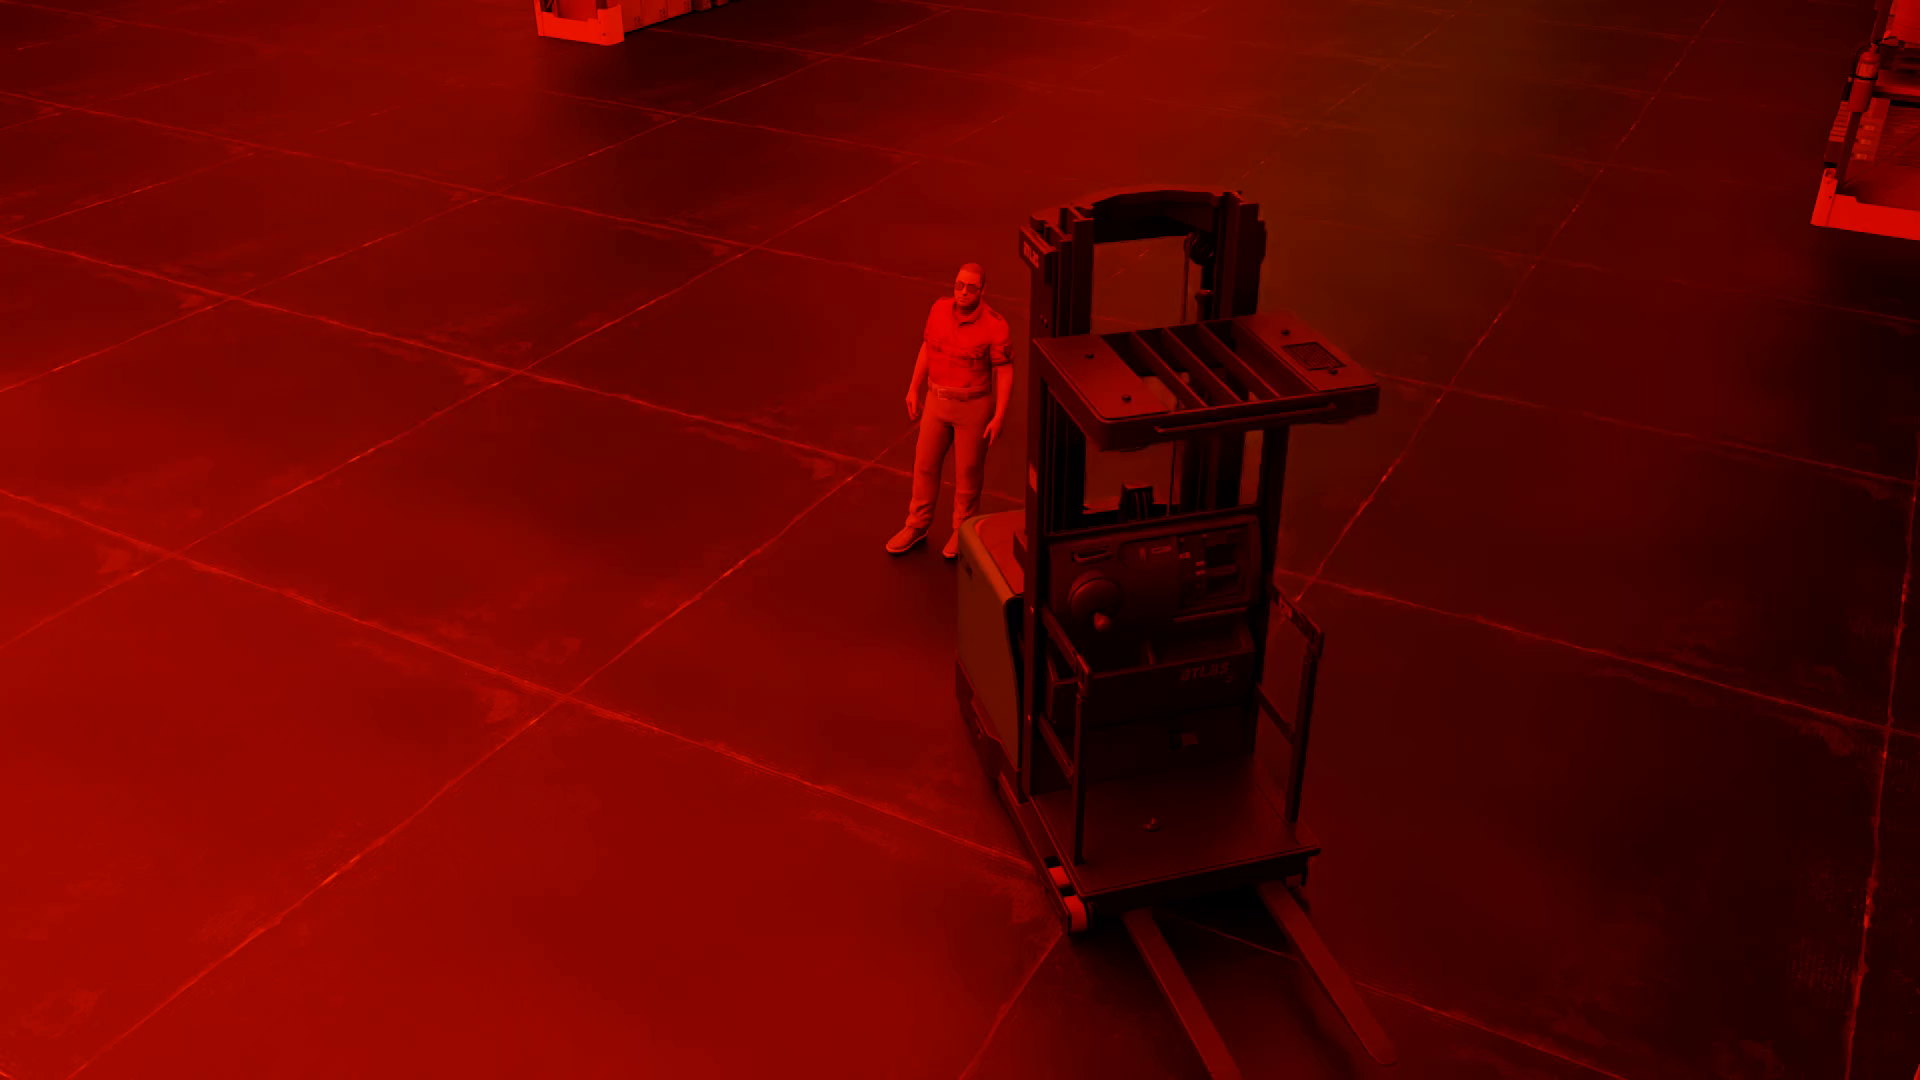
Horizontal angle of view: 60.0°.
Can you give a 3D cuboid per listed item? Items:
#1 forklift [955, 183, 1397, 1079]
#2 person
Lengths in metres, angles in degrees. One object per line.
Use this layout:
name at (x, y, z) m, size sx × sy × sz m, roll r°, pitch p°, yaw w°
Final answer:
forklift at (0.881, 0.190, 6.742) m, size 1.130 × 2.935 × 3.031 m, roll -8°, pitch 31°, yaw -14°
person at (-0.054, -0.718, 9.504) m, size 0.640 × 1.727 × 0.551 m, roll 15°, pitch 33°, yaw 25°
